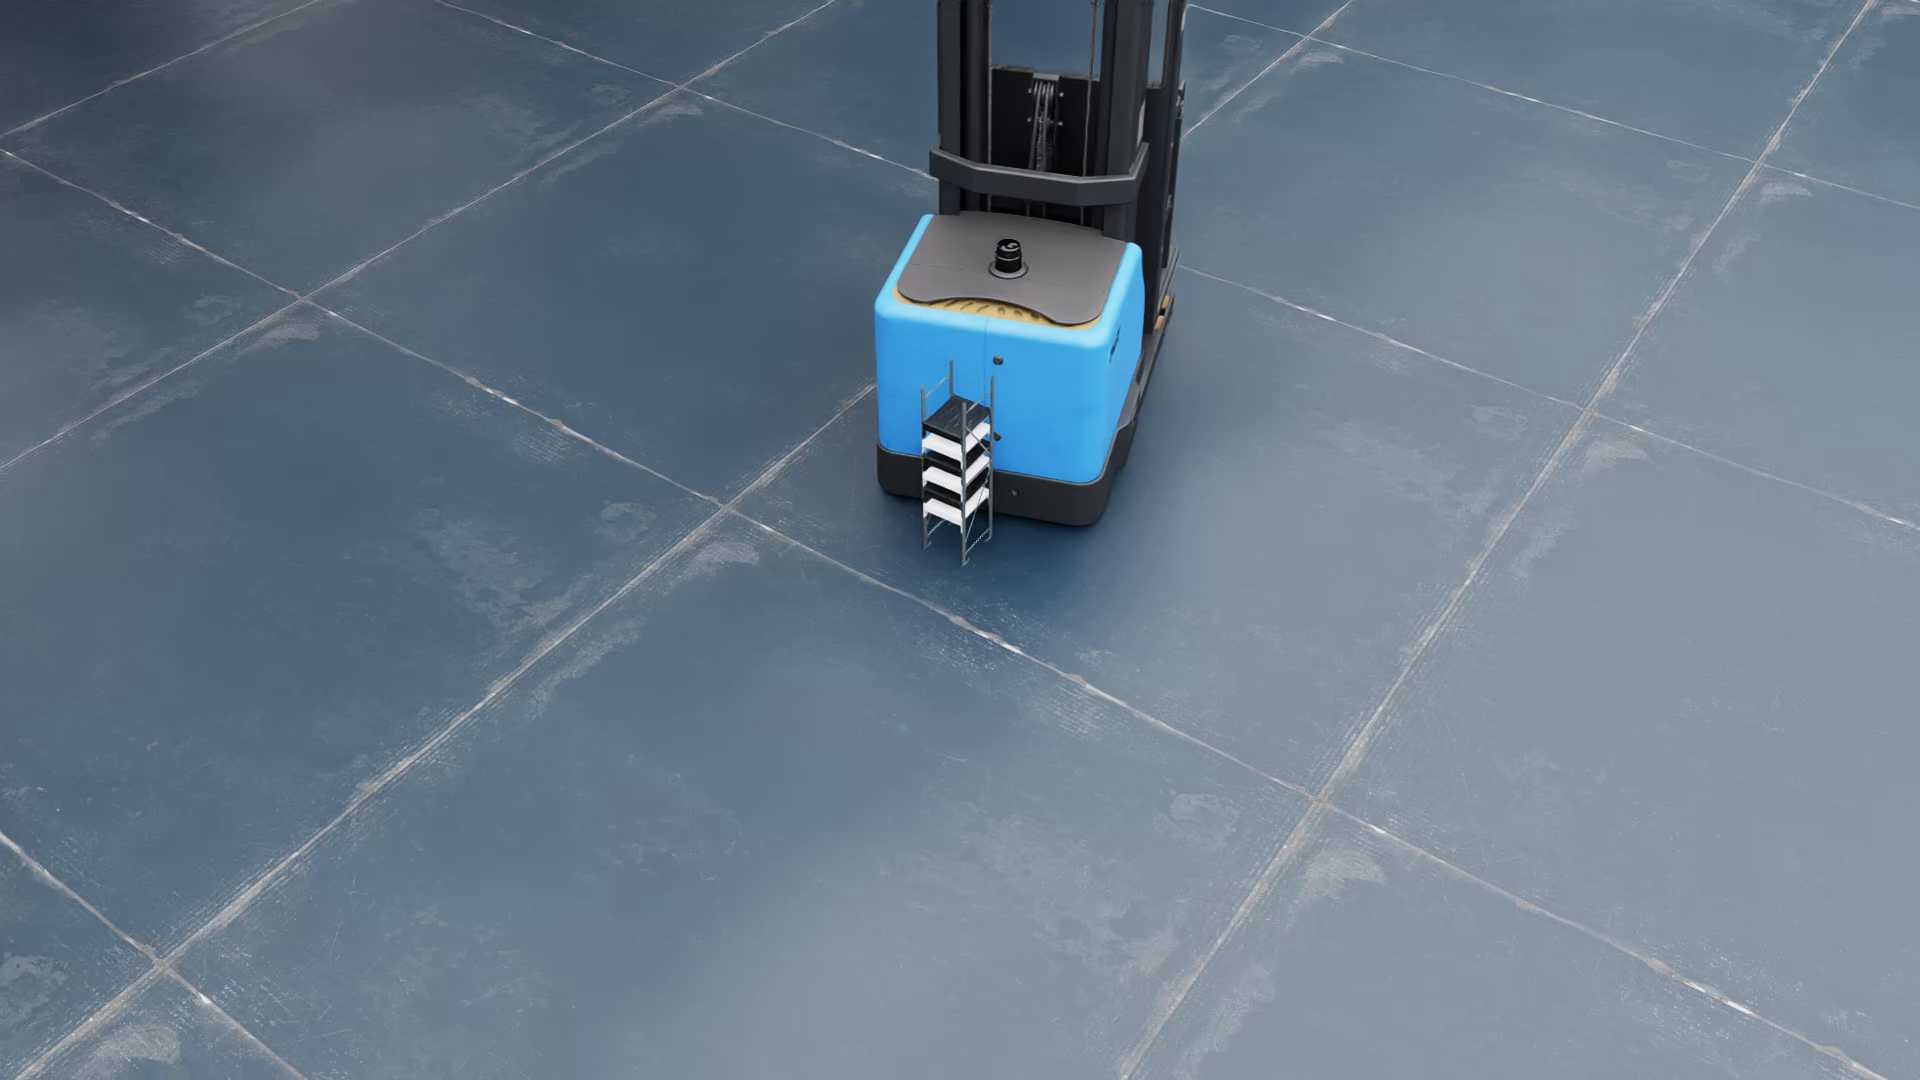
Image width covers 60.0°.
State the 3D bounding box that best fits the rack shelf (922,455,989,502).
[{"bbox_3d":[-0.009,-0.296,7.204,0.200,0.077,0.258,23,47,24],"label":"rack shelf"}]

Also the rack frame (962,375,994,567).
[{"bbox_3d":[0.076,-0.284,7.141,0.006,0.900,0.240,23,47,24],"label":"rack frame"}]

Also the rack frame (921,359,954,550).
[{"bbox_3d":[-0.095,-0.357,7.223,0.006,0.900,0.240,23,47,24],"label":"rack frame"}]

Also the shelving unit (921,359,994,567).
[{"bbox_3d":[-0.009,-0.321,7.182,0.210,0.900,0.258,23,47,24],"label":"shelving unit"}]

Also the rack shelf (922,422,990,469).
[{"bbox_3d":[-0.009,-0.430,7.084,0.200,0.077,0.258,23,47,24],"label":"rack shelf"}]

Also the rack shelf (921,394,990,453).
[{"bbox_3d":[-0.009,-0.497,7.024,0.200,0.077,0.258,23,47,24],"label":"rack shelf"}]

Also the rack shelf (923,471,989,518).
[{"bbox_3d":[-0.009,-0.229,7.264,0.200,0.077,0.258,23,47,24],"label":"rack shelf"}]

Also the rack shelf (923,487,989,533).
[{"bbox_3d":[-0.009,-0.162,7.324,0.200,0.077,0.258,23,47,24],"label":"rack shelf"}]

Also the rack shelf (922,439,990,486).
[{"bbox_3d":[-0.009,-0.363,7.144,0.200,0.077,0.258,23,47,24],"label":"rack shelf"}]

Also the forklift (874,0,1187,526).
[{"bbox_3d":[0.501,-2.151,7.704,1.130,2.935,3.031,10,43,11],"label":"forklift"}]
